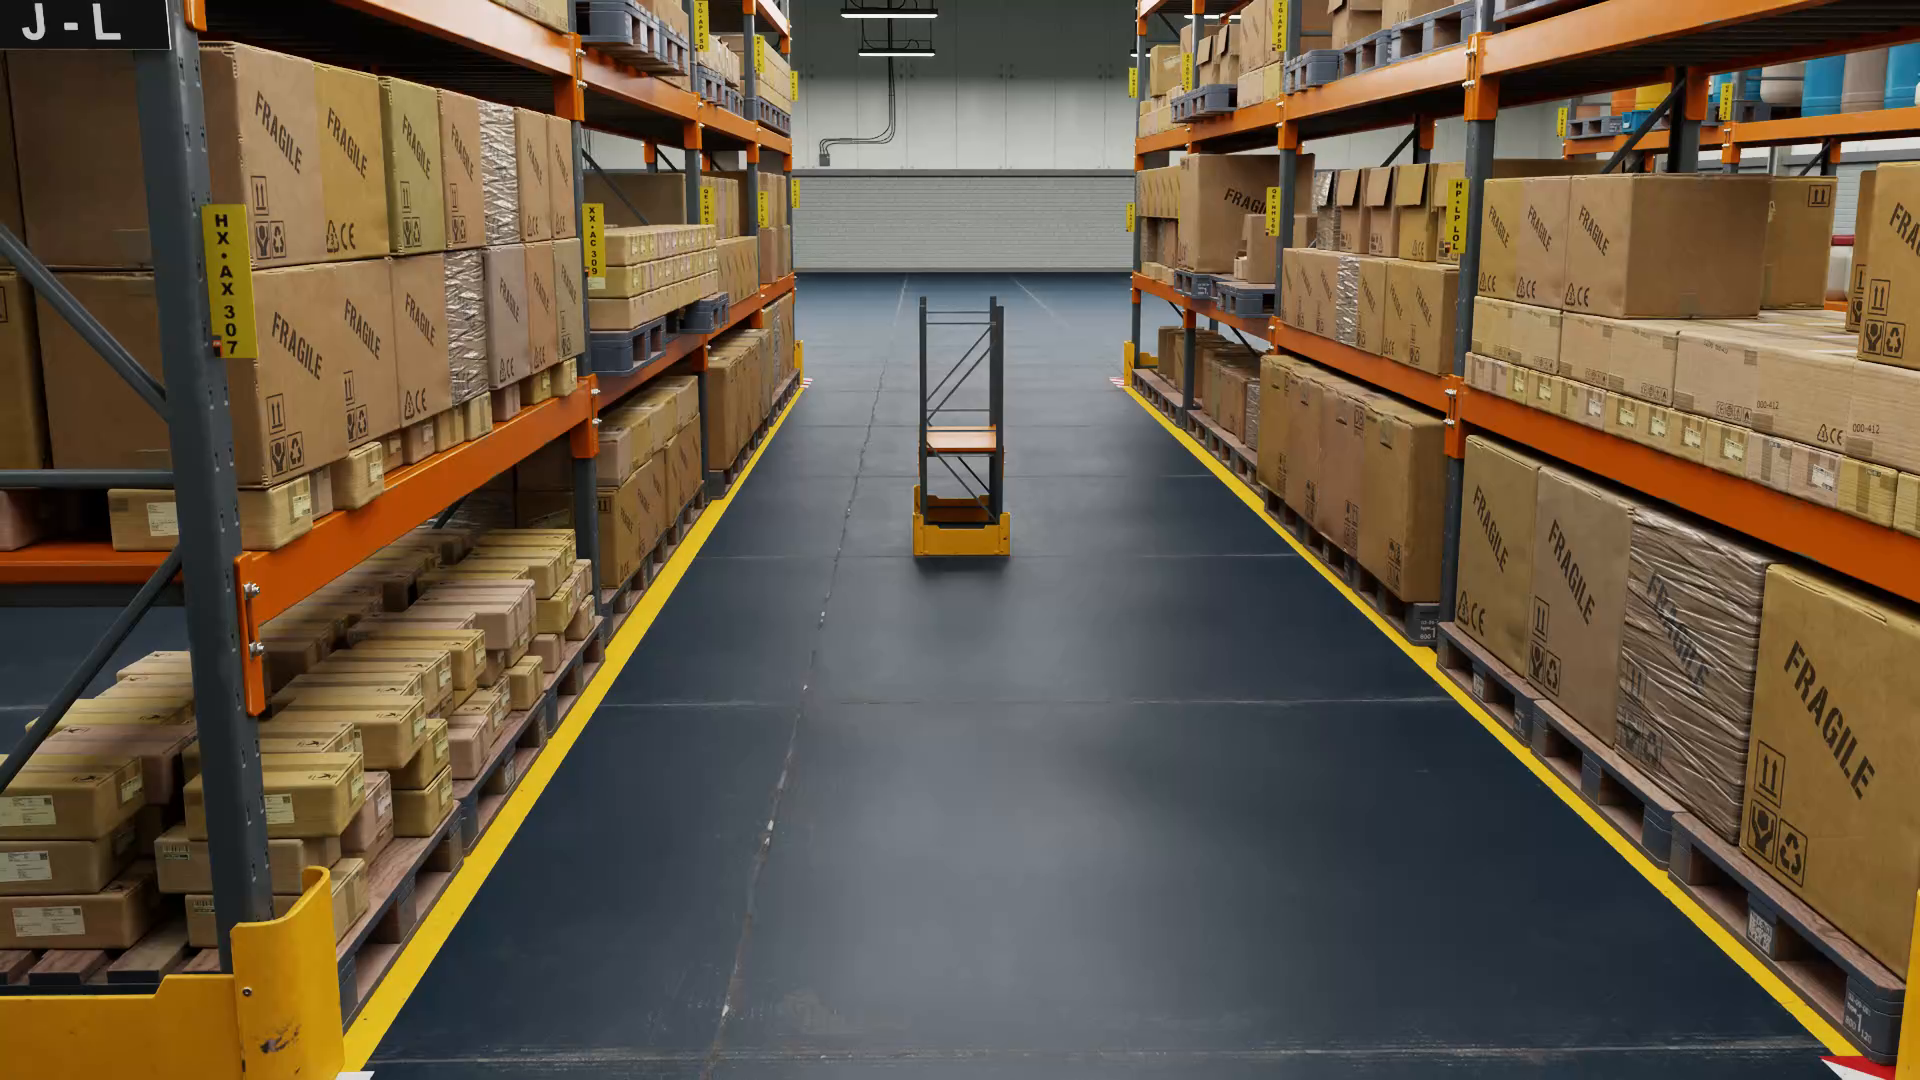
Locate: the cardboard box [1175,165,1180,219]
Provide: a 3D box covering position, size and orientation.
[{"bbox_3d":[2.317,-3.286,15.697,0.500,0.500,0.500,0,11,-1],"label":"cardboard box"}]

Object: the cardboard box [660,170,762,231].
[{"bbox_3d":[-2.333,-3.189,15.639,0.875,0.550,0.550,0,11,-1],"label":"cardboard box"}]

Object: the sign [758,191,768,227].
[{"bbox_3d":[-1.818,-3.045,15.313,0.100,0.325,0.005,0,11,-1],"label":"sign"}]

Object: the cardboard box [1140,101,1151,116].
[{"bbox_3d":[2.201,-4.792,18.467,0.380,0.149,0.250,0,11,0],"label":"cardboard box"}]

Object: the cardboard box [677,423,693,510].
[{"bbox_3d":[-1.995,-0.465,10.538,0.500,0.500,0.500,0,11,1],"label":"cardboard box"}]

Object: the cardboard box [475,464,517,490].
[{"bbox_3d":[-2.463,-0.418,8.418,0.500,0.250,0.500,-1,11,-3],"label":"cardboard box"}]

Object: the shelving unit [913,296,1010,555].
[{"bbox_3d":[-0.002,-0.750,10.485,0.587,1.500,1.083,0,11,-1],"label":"shelving unit"}]

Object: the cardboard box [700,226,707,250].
[{"bbox_3d":[-1.801,-1.894,10.430,0.380,0.149,0.250,0,11,1],"label":"cardboard box"}]

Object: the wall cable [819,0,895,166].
[{"bbox_3d":[-3.106,-14.301,49.865,2.305,6.003,0.169,0,11,-1],"label":"wall cable"}]

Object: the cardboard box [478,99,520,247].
[{"bbox_3d":[-1.902,-1.310,5.958,0.500,0.500,0.500,0,11,0],"label":"cardboard box"}]

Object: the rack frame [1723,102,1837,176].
[{"bbox_3d":[7.553,-2.533,15.501,1.000,3.000,0.127,0,11,-1],"label":"rack frame"}]

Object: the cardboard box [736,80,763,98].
[{"bbox_3d":[-2.028,-4.188,15.438,0.380,0.149,0.250,0,11,-2],"label":"cardboard box"}]

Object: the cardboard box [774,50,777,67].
[{"bbox_3d":[-2.059,-4.881,16.849,0.380,0.149,0.250,0,11,-1],"label":"cardboard box"}]

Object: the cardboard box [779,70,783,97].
[{"bbox_3d":[-2.134,-4.809,17.498,0.500,0.250,0.500,0,11,-1],"label":"cardboard box"}]

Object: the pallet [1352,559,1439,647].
[{"bbox_3d":[2.675,0.291,8.594,1.003,0.211,1.213,0,11,-1],"label":"pallet"}]

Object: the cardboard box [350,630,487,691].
[{"bbox_3d":[-1.830,0.406,5.633,0.380,0.149,0.250,0,11,0],"label":"cardboard box"}]

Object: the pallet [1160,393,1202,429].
[{"bbox_3d":[2.552,-1.280,16.335,1.003,0.211,1.213,0,11,-1],"label":"pallet"}]

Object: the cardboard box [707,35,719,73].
[{"bbox_3d":[-2.083,-3.613,12.350,0.500,0.250,0.500,0,11,0],"label":"cardboard box"}]

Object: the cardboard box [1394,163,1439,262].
[{"bbox_3d":[2.742,-1.727,8.751,0.797,0.503,0.637,0,11,-1],"label":"cardboard box"}]

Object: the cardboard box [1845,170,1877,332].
[{"bbox_3d":[3.082,-0.866,5.027,0.500,0.500,0.500,-1,11,-3],"label":"cardboard box"}]

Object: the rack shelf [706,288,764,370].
[{"bbox_3d":[-2.319,-1.762,13.511,1.077,0.370,4.000,0,11,-1],"label":"rack shelf"}]

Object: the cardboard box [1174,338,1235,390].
[{"bbox_3d":[2.522,-1.810,17.168,0.500,0.500,0.500,-1,12,-6],"label":"cardboard box"}]

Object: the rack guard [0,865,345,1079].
[{"bbox_3d":[-2.114,1.083,3.964,1.175,0.500,0.348,0,11,-1],"label":"rack guard"}]

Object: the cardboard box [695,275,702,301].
[{"bbox_3d":[-1.797,-1.554,10.250,0.380,0.149,0.250,0,11,-2],"label":"cardboard box"}]

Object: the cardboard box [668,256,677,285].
[{"bbox_3d":[-1.775,-1.492,9.195,0.380,0.149,0.250,0,11,-2],"label":"cardboard box"}]

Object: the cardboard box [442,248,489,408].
[{"bbox_3d":[-1.896,-0.717,5.551,0.500,0.500,0.500,-1,11,-3],"label":"cardboard box"}]

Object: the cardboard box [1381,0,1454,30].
[{"bbox_3d":[2.747,-3.038,9.130,0.797,0.503,0.637,0,11,-2],"label":"cardboard box"}]

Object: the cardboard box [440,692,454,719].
[{"bbox_3d":[-1.953,0.553,5.656,0.380,0.149,0.250,0,11,2],"label":"cardboard box"}]

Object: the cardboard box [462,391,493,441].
[{"bbox_3d":[-1.851,-0.433,5.780,0.380,0.149,0.250,0,11,0],"label":"cardboard box"}]

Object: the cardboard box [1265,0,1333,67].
[{"bbox_3d":[2.424,-3.576,11.586,0.500,0.500,0.500,0,11,0],"label":"cardboard box"}]

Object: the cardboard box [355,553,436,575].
[{"bbox_3d":[-2.394,0.152,6.884,0.380,0.149,0.250,0,11,-2],"label":"cardboard box"}]

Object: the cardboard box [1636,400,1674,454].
[{"bbox_3d":[2.481,-0.378,5.508,0.380,0.149,0.250,0,11,0],"label":"cardboard box"}]

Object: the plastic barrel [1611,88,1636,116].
[{"bbox_3d":[7.607,-5.119,18.564,0.600,0.830,0.708,0,11,-1],"label":"plastic barrel"}]

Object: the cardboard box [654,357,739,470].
[{"bbox_3d":[-2.200,-0.942,12.260,1.050,0.750,0.750,0,11,-2],"label":"cardboard box"}]

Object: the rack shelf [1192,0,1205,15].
[{"bbox_3d":[2.642,-4.507,12.956,1.077,0.370,4.000,0,11,-1],"label":"rack shelf"}]

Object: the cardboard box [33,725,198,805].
[{"bbox_3d":[-2.324,0.618,4.585,0.380,0.149,0.250,0,11,0],"label":"cardboard box"}]

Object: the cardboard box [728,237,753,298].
[{"bbox_3d":[-2.072,-2.358,14.388,0.500,0.500,0.500,0,11,-2],"label":"cardboard box"}]

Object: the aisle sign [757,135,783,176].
[{"bbox_3d":[-2.144,-4.597,19.136,0.394,0.787,0.004,0,11,-1],"label":"aisle sign"}]

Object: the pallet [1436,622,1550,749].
[{"bbox_3d":[2.704,0.596,7.093,1.003,0.211,1.213,0,11,-1],"label":"pallet"}]

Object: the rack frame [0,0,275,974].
[{"bbox_3d":[-2.109,-0.127,3.641,0.949,2.616,0.053,0,11,-1],"label":"rack frame"}]

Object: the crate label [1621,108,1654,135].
[{"bbox_3d":[7.179,-4.352,17.296,0.502,0.251,0.408,0,11,-1],"label":"crate label"}]

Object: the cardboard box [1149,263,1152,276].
[{"bbox_3d":[2.288,-2.978,18.326,0.380,0.149,0.250,0,11,-1],"label":"cardboard box"}]

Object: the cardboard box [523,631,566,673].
[{"bbox_3d":[-1.854,0.450,6.911,0.380,0.149,0.250,-1,11,-3],"label":"cardboard box"}]

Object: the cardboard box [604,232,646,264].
[{"bbox_3d":[-1.755,-1.432,8.153,0.380,0.149,0.250,0,11,0],"label":"cardboard box"}]

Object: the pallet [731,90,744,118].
[{"bbox_3d":[-2.292,-3.707,14.223,0.805,0.209,1.217,-1,11,-3],"label":"pallet"}]

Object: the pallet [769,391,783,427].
[{"bbox_3d":[-2.298,-1.297,16.423,1.003,0.211,1.213,0,11,-1],"label":"pallet"}]

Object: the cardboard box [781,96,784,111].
[{"bbox_3d":[-2.076,-4.642,17.677,0.380,0.149,0.250,0,11,-2],"label":"cardboard box"}]

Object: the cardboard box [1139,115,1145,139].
[{"bbox_3d":[2.270,-4.608,18.559,0.500,0.250,0.500,0,11,1],"label":"cardboard box"}]

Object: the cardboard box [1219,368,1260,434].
[{"bbox_3d":[2.595,-1.175,13.988,0.700,0.500,0.500,-1,12,-6],"label":"cardboard box"}]

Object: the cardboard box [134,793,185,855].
[{"bbox_3d":[-2.360,0.763,4.622,0.380,0.149,0.250,-1,11,-2],"label":"cardboard box"}]

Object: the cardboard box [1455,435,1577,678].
[{"bbox_3d":[2.700,0.044,7.083,0.875,0.875,0.875,0,11,-1],"label":"cardboard box"}]

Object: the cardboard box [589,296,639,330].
[{"bbox_3d":[-1.743,-1.085,7.939,0.380,0.149,0.250,-1,11,-4],"label":"cardboard box"}]

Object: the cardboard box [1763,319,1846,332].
[{"bbox_3d":[3.069,-0.603,5.617,0.500,0.250,0.500,0,11,-2],"label":"cardboard box"}]

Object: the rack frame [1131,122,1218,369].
[{"bbox_3d":[2.518,-3.308,19.320,1.000,3.000,0.127,0,11,-1],"label":"rack frame"}]
